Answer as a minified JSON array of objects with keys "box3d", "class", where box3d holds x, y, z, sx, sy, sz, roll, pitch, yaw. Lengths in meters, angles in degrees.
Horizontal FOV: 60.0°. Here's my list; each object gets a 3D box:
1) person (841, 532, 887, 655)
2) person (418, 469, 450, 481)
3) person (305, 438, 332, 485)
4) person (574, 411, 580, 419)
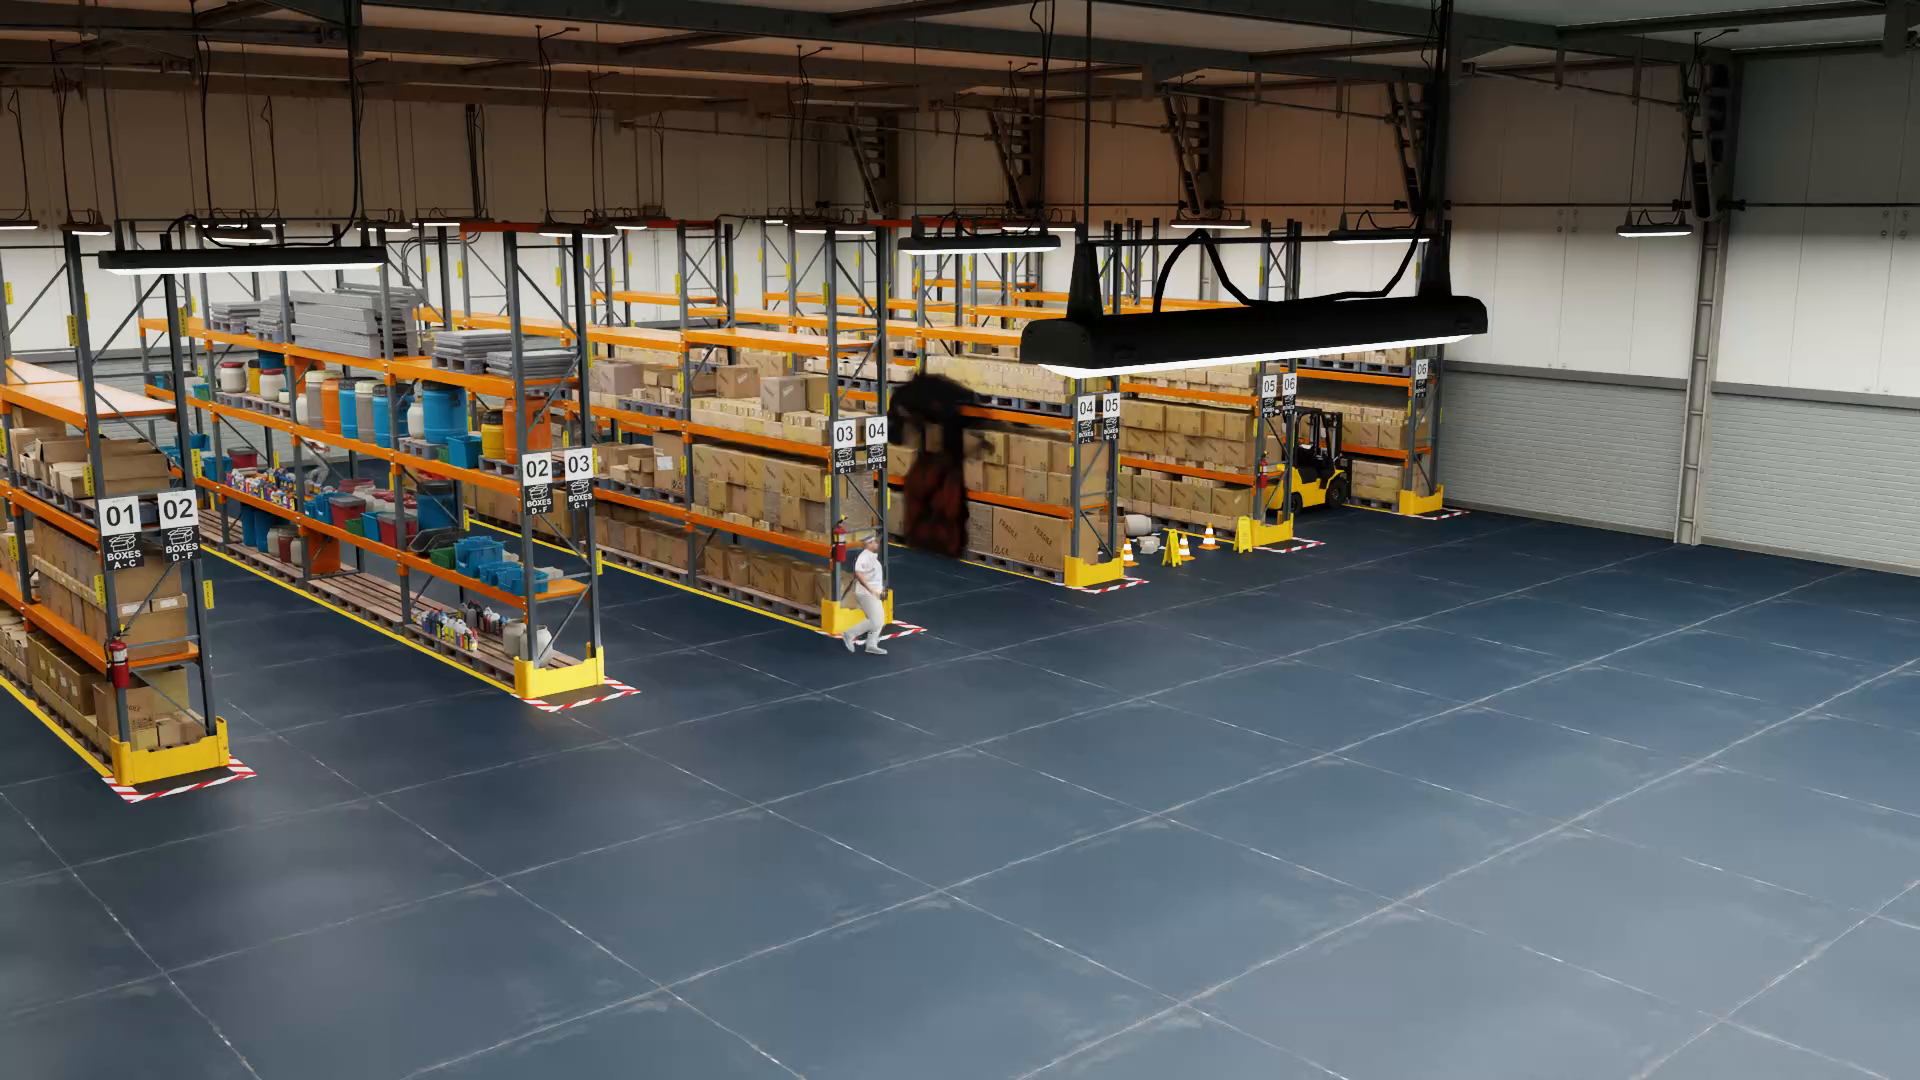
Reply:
[{"box3d":[-1.352,0.744,23.833,0.644,1.735,0.709,1,11,4],"class":"person"},{"box3d":[-10.264,-1.008,32.589,0.674,1.682,0.782,-11,16,-43],"class":"person"},{"box3d":[-14.359,-1.940,37.157,0.587,1.723,0.703,-4,12,-17],"class":"person"},{"box3d":[-8.704,-2.144,38.007,0.658,1.746,0.625,-6,13,-27],"class":"person"}]
